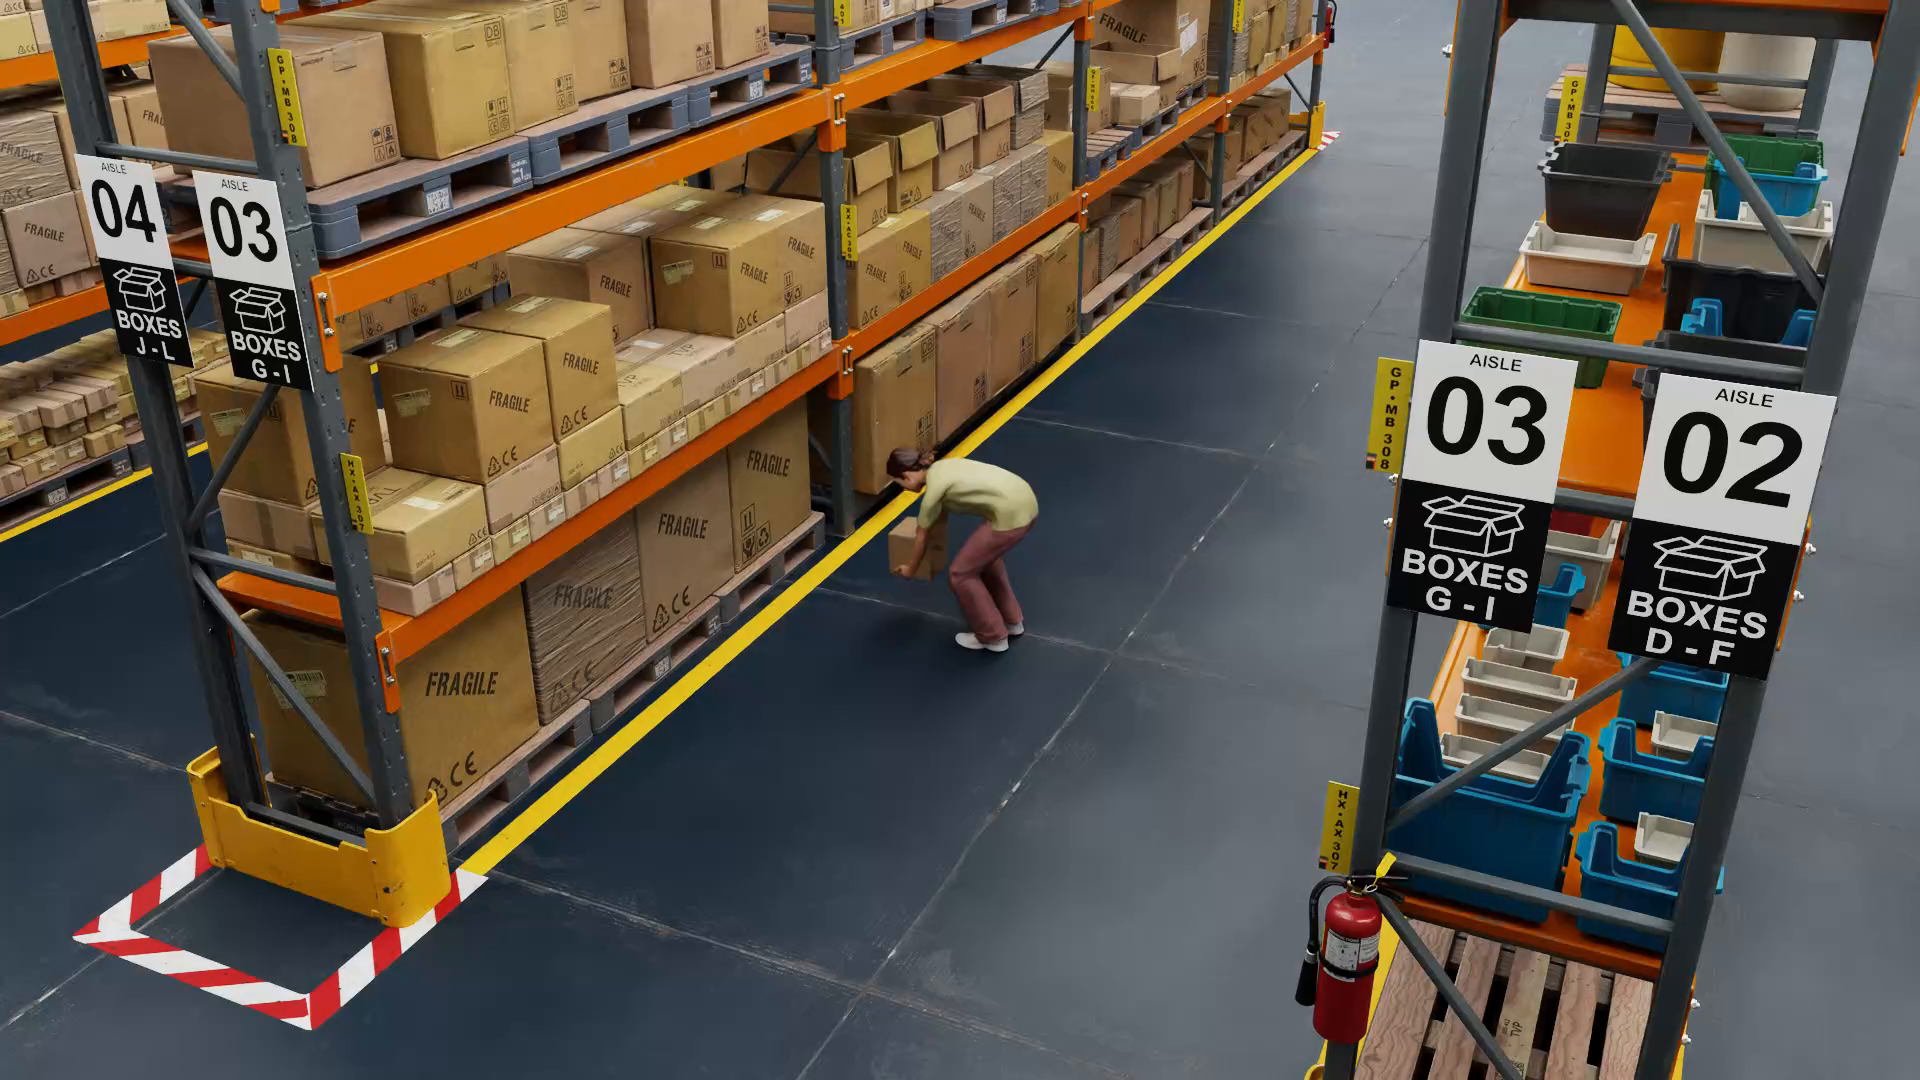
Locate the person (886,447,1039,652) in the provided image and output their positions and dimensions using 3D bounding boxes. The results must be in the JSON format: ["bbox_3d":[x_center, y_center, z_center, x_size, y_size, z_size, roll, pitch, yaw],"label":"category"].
[{"bbox_3d":[0.002,0.025,9.213,0.861,1.102,0.455,10,28,20],"label":"person"}]
